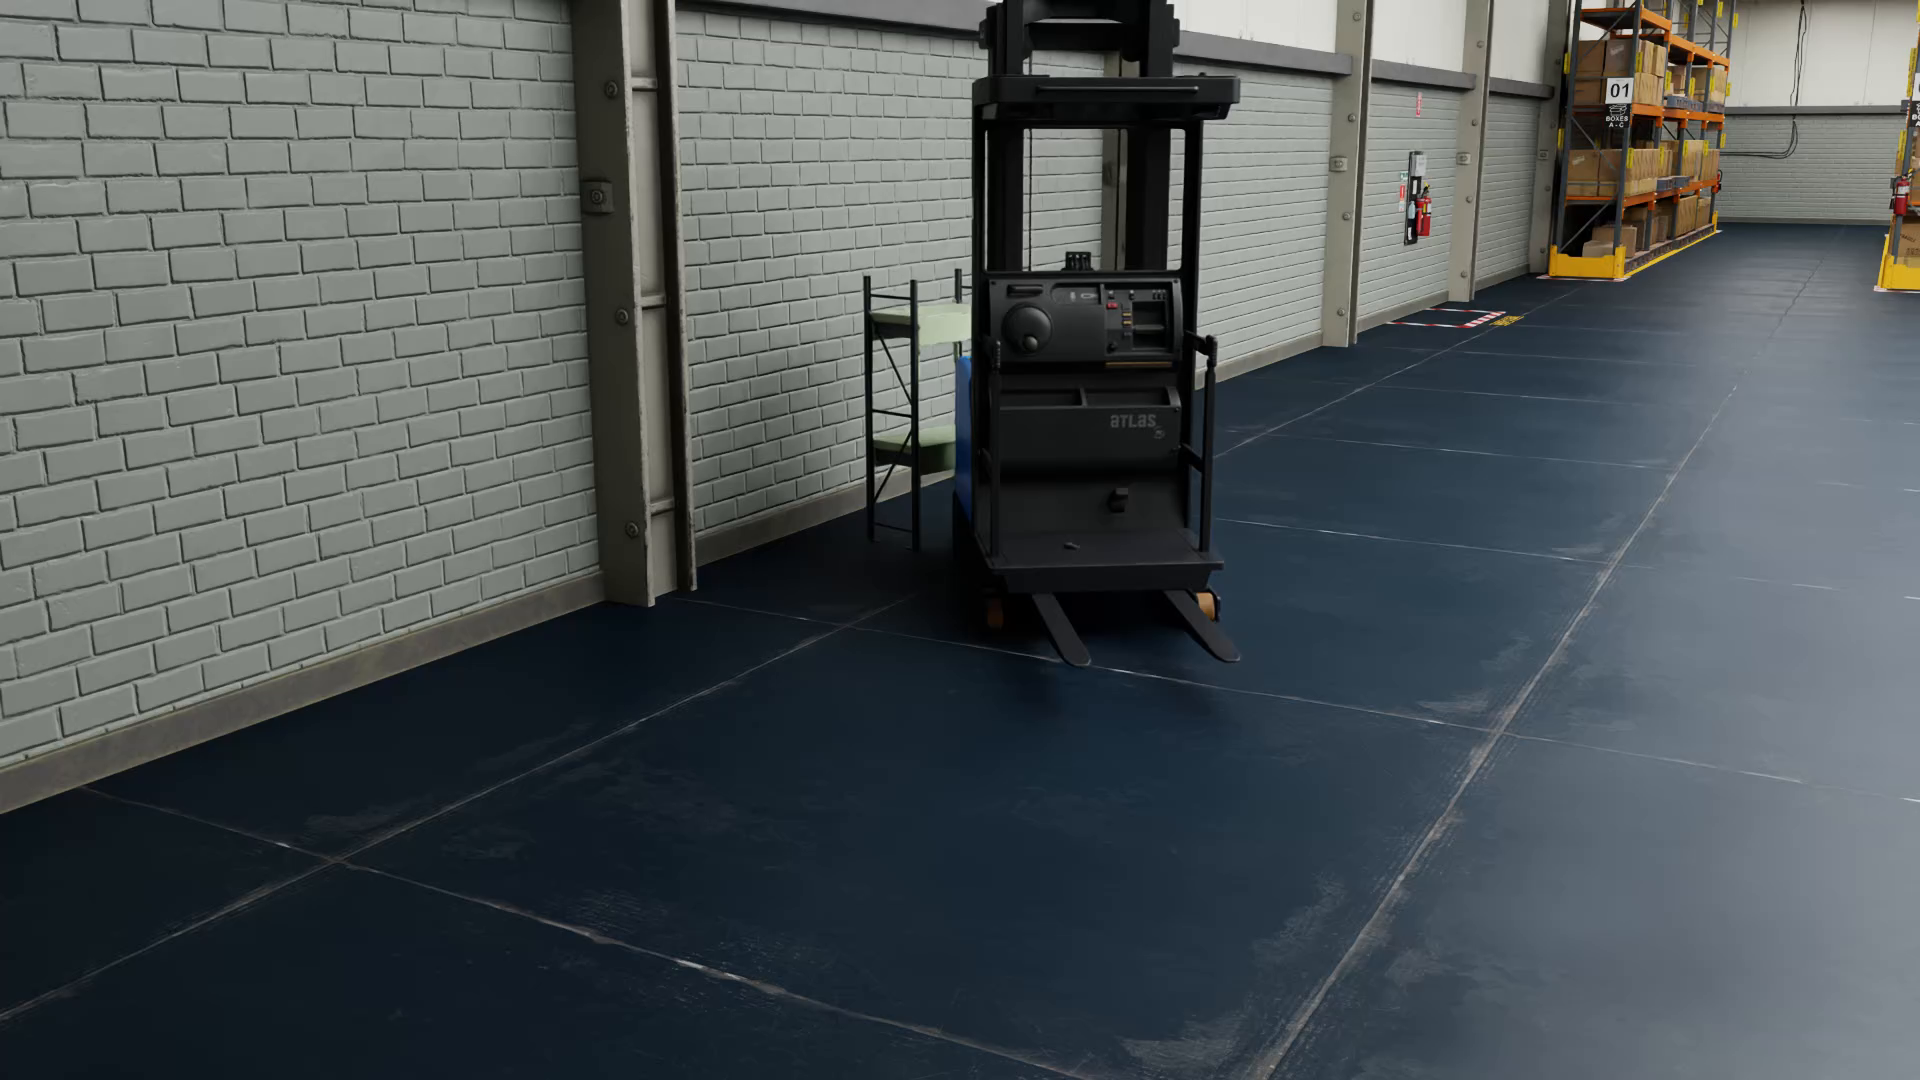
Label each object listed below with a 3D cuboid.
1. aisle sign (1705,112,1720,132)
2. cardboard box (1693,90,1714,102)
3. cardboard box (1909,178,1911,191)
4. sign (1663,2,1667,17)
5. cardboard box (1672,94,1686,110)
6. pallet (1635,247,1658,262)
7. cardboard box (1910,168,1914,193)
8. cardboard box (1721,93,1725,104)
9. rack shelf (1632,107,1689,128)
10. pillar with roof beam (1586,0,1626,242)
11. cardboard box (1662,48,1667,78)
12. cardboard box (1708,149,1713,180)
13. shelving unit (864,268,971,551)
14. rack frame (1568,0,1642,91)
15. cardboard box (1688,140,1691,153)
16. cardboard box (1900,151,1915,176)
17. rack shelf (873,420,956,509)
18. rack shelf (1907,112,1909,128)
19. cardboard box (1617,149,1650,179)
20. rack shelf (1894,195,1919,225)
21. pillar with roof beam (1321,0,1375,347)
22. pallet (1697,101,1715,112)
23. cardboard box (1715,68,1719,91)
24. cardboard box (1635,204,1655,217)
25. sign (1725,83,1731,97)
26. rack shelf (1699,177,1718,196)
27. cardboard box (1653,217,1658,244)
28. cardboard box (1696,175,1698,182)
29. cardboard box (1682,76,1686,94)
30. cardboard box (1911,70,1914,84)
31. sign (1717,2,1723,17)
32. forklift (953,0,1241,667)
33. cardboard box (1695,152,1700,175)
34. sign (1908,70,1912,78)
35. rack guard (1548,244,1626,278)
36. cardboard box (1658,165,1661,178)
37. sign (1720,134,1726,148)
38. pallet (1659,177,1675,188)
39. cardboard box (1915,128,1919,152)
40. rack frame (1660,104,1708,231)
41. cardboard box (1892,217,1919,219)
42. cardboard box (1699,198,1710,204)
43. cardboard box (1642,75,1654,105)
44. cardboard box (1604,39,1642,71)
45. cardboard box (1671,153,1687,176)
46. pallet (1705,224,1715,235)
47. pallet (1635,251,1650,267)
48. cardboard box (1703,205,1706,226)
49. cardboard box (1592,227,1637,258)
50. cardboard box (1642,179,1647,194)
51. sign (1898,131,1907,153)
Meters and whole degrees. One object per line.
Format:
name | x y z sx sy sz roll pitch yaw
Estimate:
aisle sign | 18.483 -10.396 40.709 0.394 0.787 0.004 7 15 28
cardboard box | 16.817 -10.081 37.759 0.500 0.250 0.500 7 15 28
cardboard box | 16.987 -6.265 29.407 0.396 0.266 0.258 7 15 27
sign | 15.778 -11.846 37.140 0.100 0.325 0.005 7 15 28
cardboard box | 14.207 -8.757 33.202 0.500 0.311 0.500 7 15 28
pallet | 12.760 -5.494 31.871 1.003 0.211 1.213 7 15 28
cardboard box | 15.772 -5.769 26.851 0.700 0.500 0.500 8 16 30
cardboard box | 18.064 -10.609 39.951 0.500 0.250 0.500 8 16 30
rack shelf | 13.352 -8.208 32.316 1.077 0.370 4.000 7 15 28
pillar with roof beam | 16.702 -9.770 30.859 9.100 9.000 0.400 7 15 28
cardboard box | 12.380 -8.559 29.845 0.500 0.500 0.500 6 15 23
cardboard box | 17.230 -8.886 39.351 0.980 0.700 0.700 7 15 25
shelving unit | -0.128 -0.762 9.492 0.431 1.500 0.755 12 18 42
rack frame | 10.451 -8.785 26.774 1.000 3.000 0.127 7 15 28
cardboard box | 15.023 -8.252 34.872 0.500 0.250 0.500 7 15 27
cardboard box | 18.863 -7.344 32.488 0.700 0.500 0.500 2 14 9
rack shelf | -0.128 -0.445 9.568 0.431 0.370 0.720 12 18 42
rack shelf | 19.624 -8.469 33.395 1.077 0.370 4.000 7 15 28
cardboard box | 11.687 -6.547 28.967 0.500 0.500 0.500 8 16 30
rack shelf | 15.756 -5.369 26.939 1.077 0.370 4.000 7 15 28
pillar with roof beam | 8.000 -6.077 15.541 9.100 9.000 0.400 7 15 28
pallet | 16.657 -9.913 38.040 1.003 0.211 1.213 7 15 28
cardboard box | 17.085 -10.554 38.122 0.500 0.500 0.500 7 15 27
cardboard box | 13.442 -6.504 32.906 0.500 0.250 0.500 7 15 28
sign | 18.654 -10.937 40.381 0.100 0.325 0.005 7 15 28
rack shelf | 17.219 -8.391 39.476 1.077 0.370 4.000 7 15 28
cardboard box | 13.450 -6.158 33.070 0.700 0.500 0.500 7 15 28
cardboard box | 16.235 -8.063 37.070 0.380 0.149 0.250 8 16 29
cardboard box | 14.992 -9.564 35.251 0.700 0.500 0.500 8 16 31
cardboard box | 15.384 -7.376 26.323 0.500 0.311 0.500 10 17 35
sign | 16.733 -11.681 36.623 0.100 0.325 0.005 7 15 28
forklift | 0.624 -1.075 7.737 1.130 2.935 3.031 -1 14 -6
cardboard box | 16.012 -8.305 36.690 0.500 0.500 0.500 8 15 28
sign | 16.243 -8.051 28.354 0.100 0.325 0.005 7 15 28
rack guard | 10.488 -4.669 27.835 1.175 0.500 0.348 7 15 28
cardboard box | 12.937 -7.166 31.707 0.700 0.500 0.500 9 16 34
sign | 18.654 -9.765 40.663 0.100 0.325 0.005 7 15 28
pallet | 13.398 -7.006 32.604 1.003 0.211 1.213 7 15 28
cardboard box | 16.028 -6.510 27.156 0.700 0.500 0.500 7 15 28
rack frame | 16.252 -8.331 37.689 1.000 3.000 0.127 7 15 28
cardboard box | 15.742 -5.096 27.643 0.500 0.500 0.500 7 15 28
cardboard box | 17.910 -8.201 40.206 0.380 0.149 0.250 8 16 30
cardboard box | 11.611 -7.751 28.629 0.500 0.500 0.500 8 16 31
cardboard box | 10.850 -7.923 27.208 0.500 0.500 0.500 6 15 24
cardboard box | 14.778 -7.784 34.530 0.500 0.500 0.500 8 16 30
pallet | 17.868 -7.623 40.703 1.003 0.211 1.213 7 15 28
pallet | 12.091 -5.192 30.620 1.003 0.211 1.213 7 15 28
cardboard box | 17.451 -7.780 39.840 0.700 0.500 0.500 7 15 26
cardboard box | 11.539 -5.261 29.351 0.700 0.500 0.500 6 15 25
cardboard box | 11.701 -6.185 29.067 0.500 0.250 0.500 8 15 29
sign | 14.321 -6.051 25.256 0.100 0.325 0.005 7 15 28
